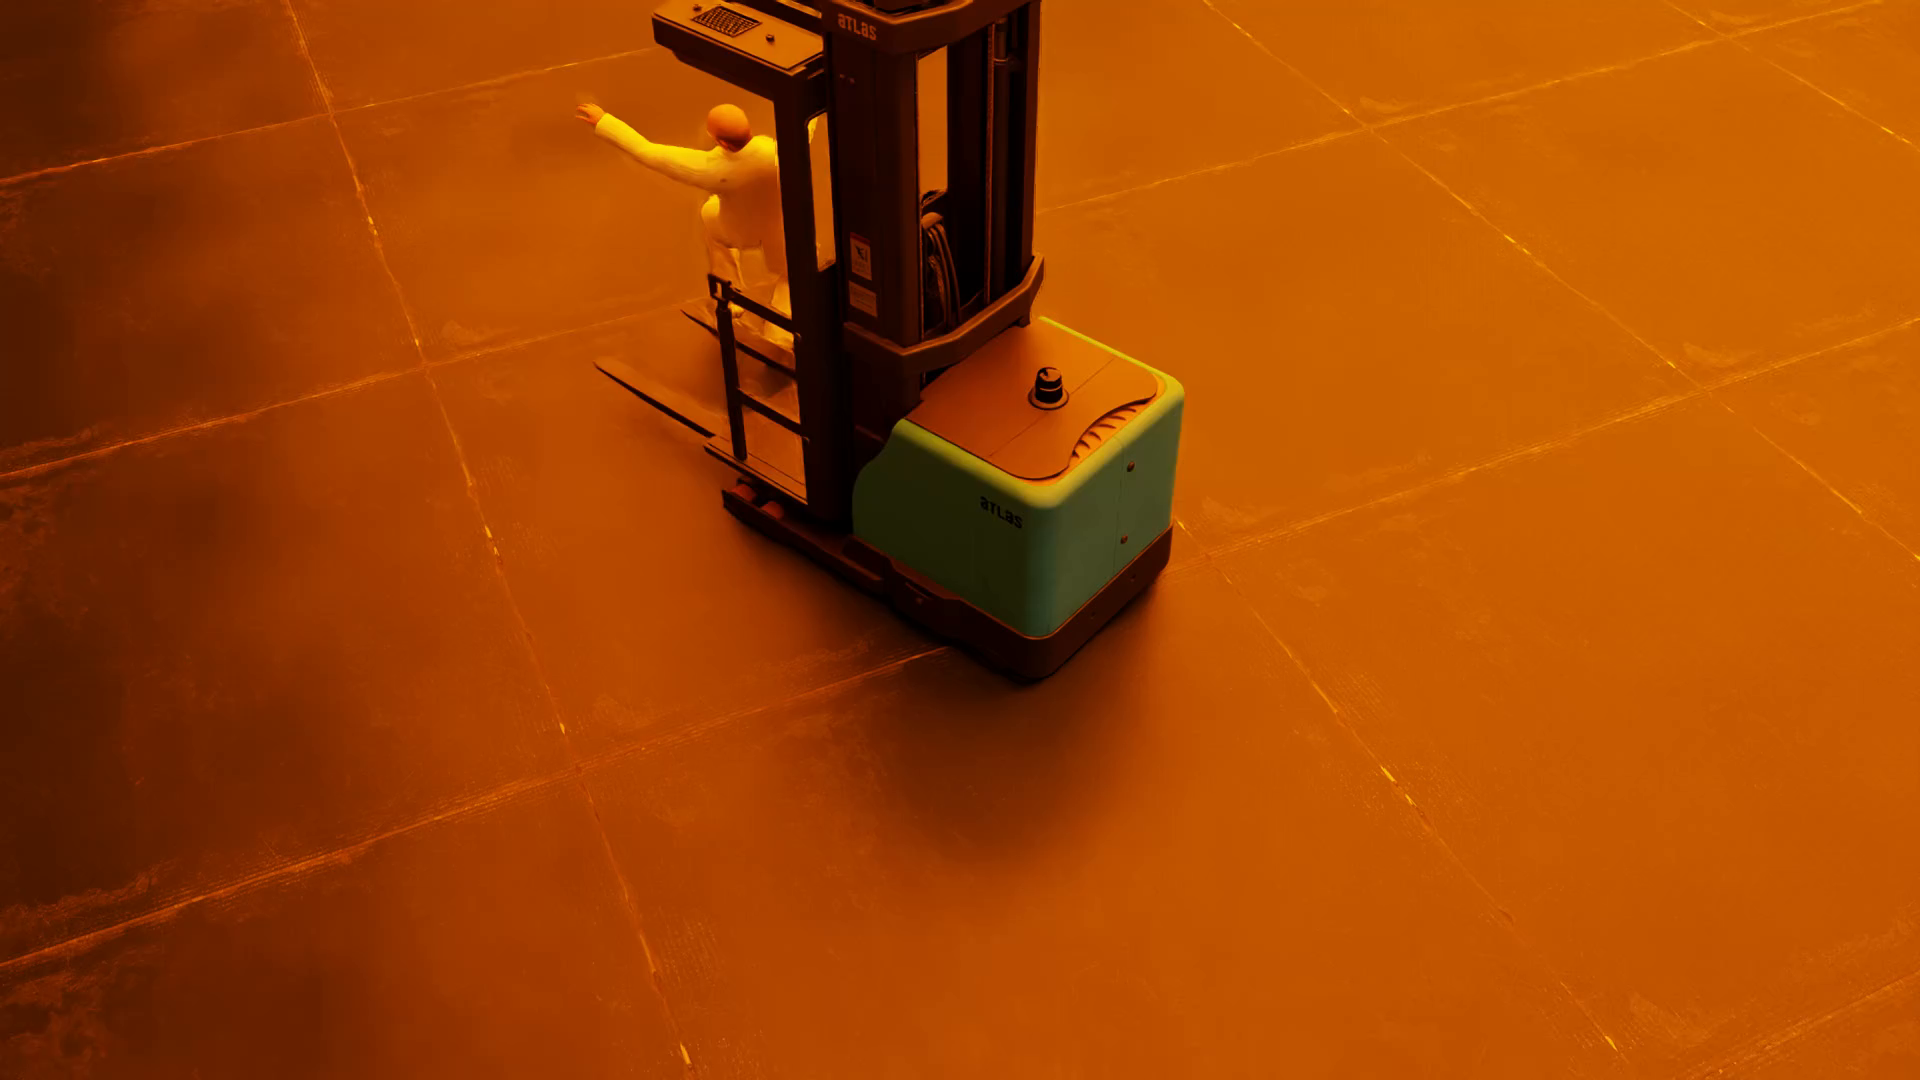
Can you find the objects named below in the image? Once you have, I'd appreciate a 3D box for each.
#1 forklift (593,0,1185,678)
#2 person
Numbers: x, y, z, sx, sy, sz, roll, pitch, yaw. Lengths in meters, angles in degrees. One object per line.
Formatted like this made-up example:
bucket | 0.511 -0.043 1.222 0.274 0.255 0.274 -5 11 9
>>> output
forklift | -0.497 -1.336 7.111 3.031 2.935 1.130 30 50 28
person | -1.266 -1.684 8.445 1.167 1.686 0.756 -1 43 -1
